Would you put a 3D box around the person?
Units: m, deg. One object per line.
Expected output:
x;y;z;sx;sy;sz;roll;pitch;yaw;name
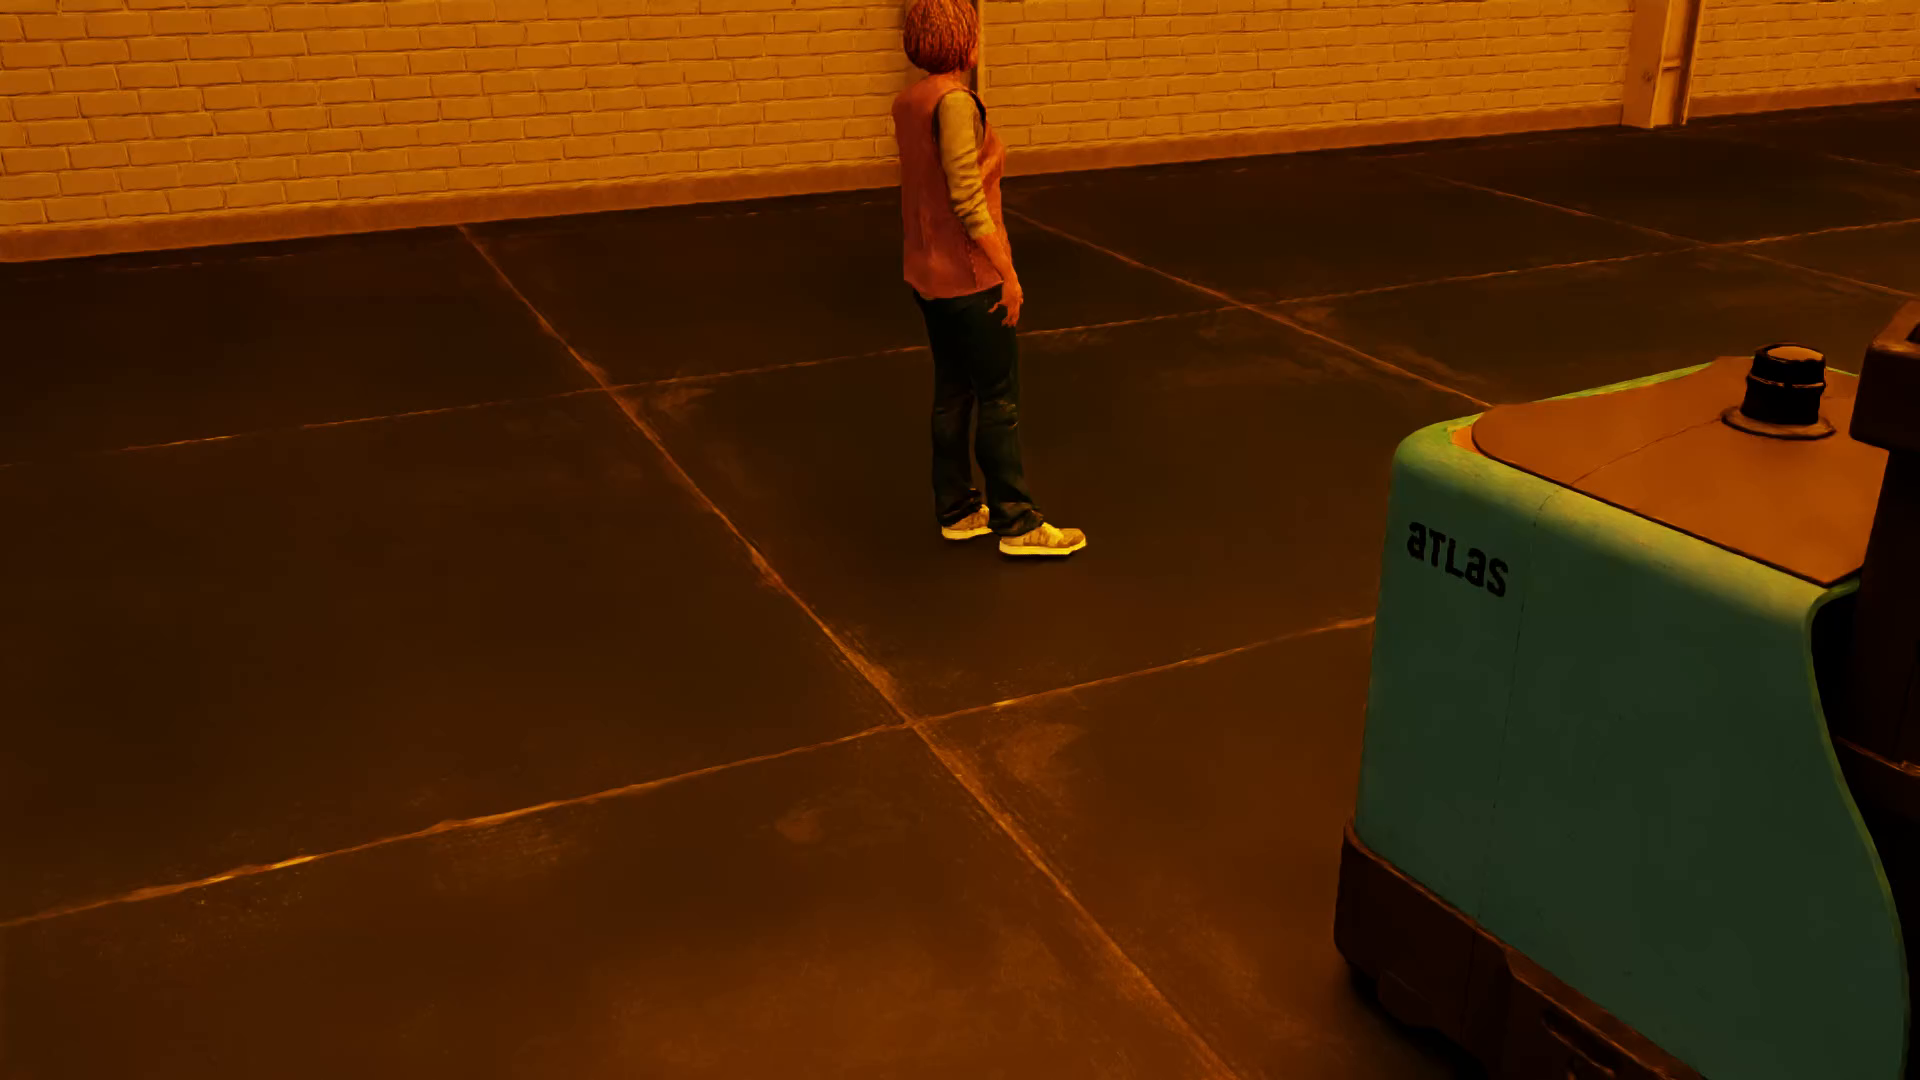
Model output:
0.073;-0.751;4.815;0.474;1.597;0.520;-10;25;-23;person

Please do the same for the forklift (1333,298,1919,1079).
1.881;-0.151;1.649;1.130;2.935;3.031;-13;26;-28;forklift
